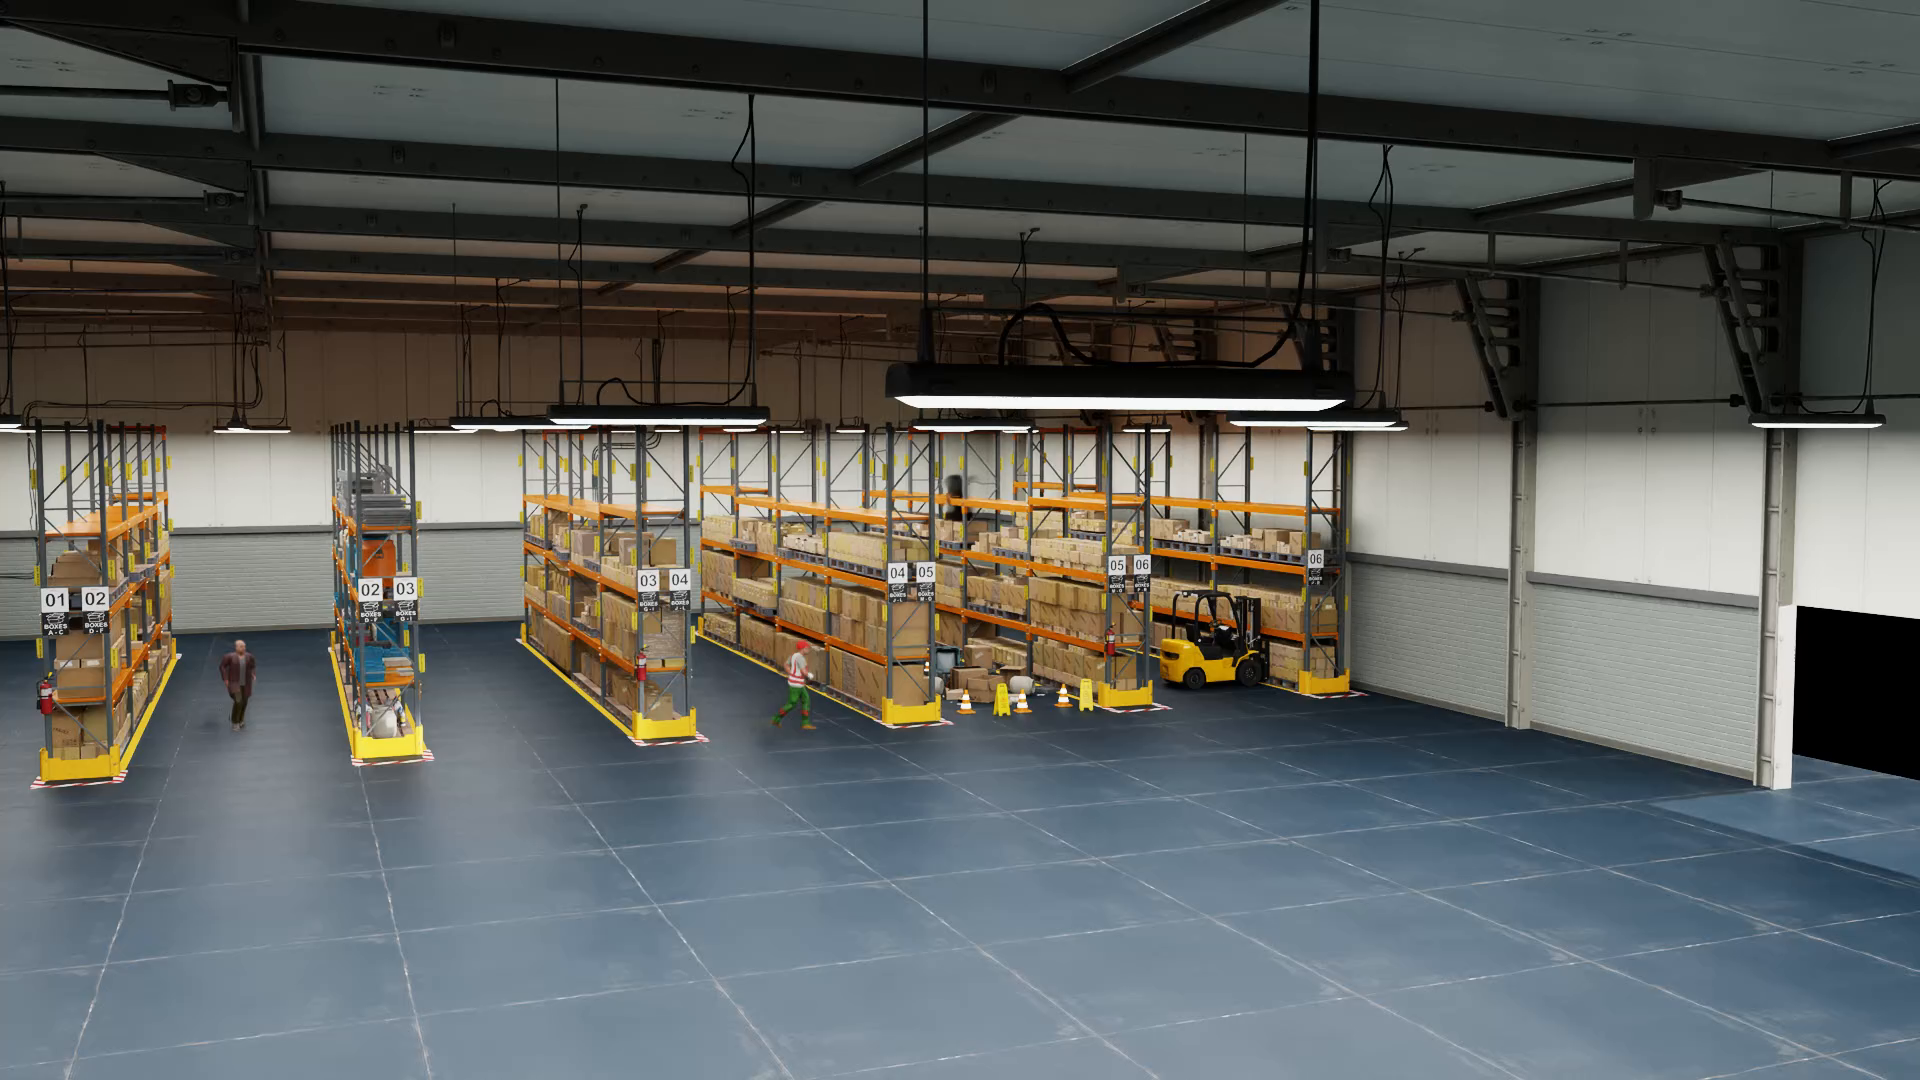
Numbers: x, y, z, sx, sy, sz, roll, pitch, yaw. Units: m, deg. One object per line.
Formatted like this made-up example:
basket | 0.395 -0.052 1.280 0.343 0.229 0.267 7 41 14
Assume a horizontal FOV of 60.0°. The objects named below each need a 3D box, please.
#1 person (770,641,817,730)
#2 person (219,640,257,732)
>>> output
person | -3.216 2.819 32.133 0.895 1.747 0.628 -1 4 -11
person | -13.997 2.852 32.312 0.863 1.825 0.626 4 5 45
